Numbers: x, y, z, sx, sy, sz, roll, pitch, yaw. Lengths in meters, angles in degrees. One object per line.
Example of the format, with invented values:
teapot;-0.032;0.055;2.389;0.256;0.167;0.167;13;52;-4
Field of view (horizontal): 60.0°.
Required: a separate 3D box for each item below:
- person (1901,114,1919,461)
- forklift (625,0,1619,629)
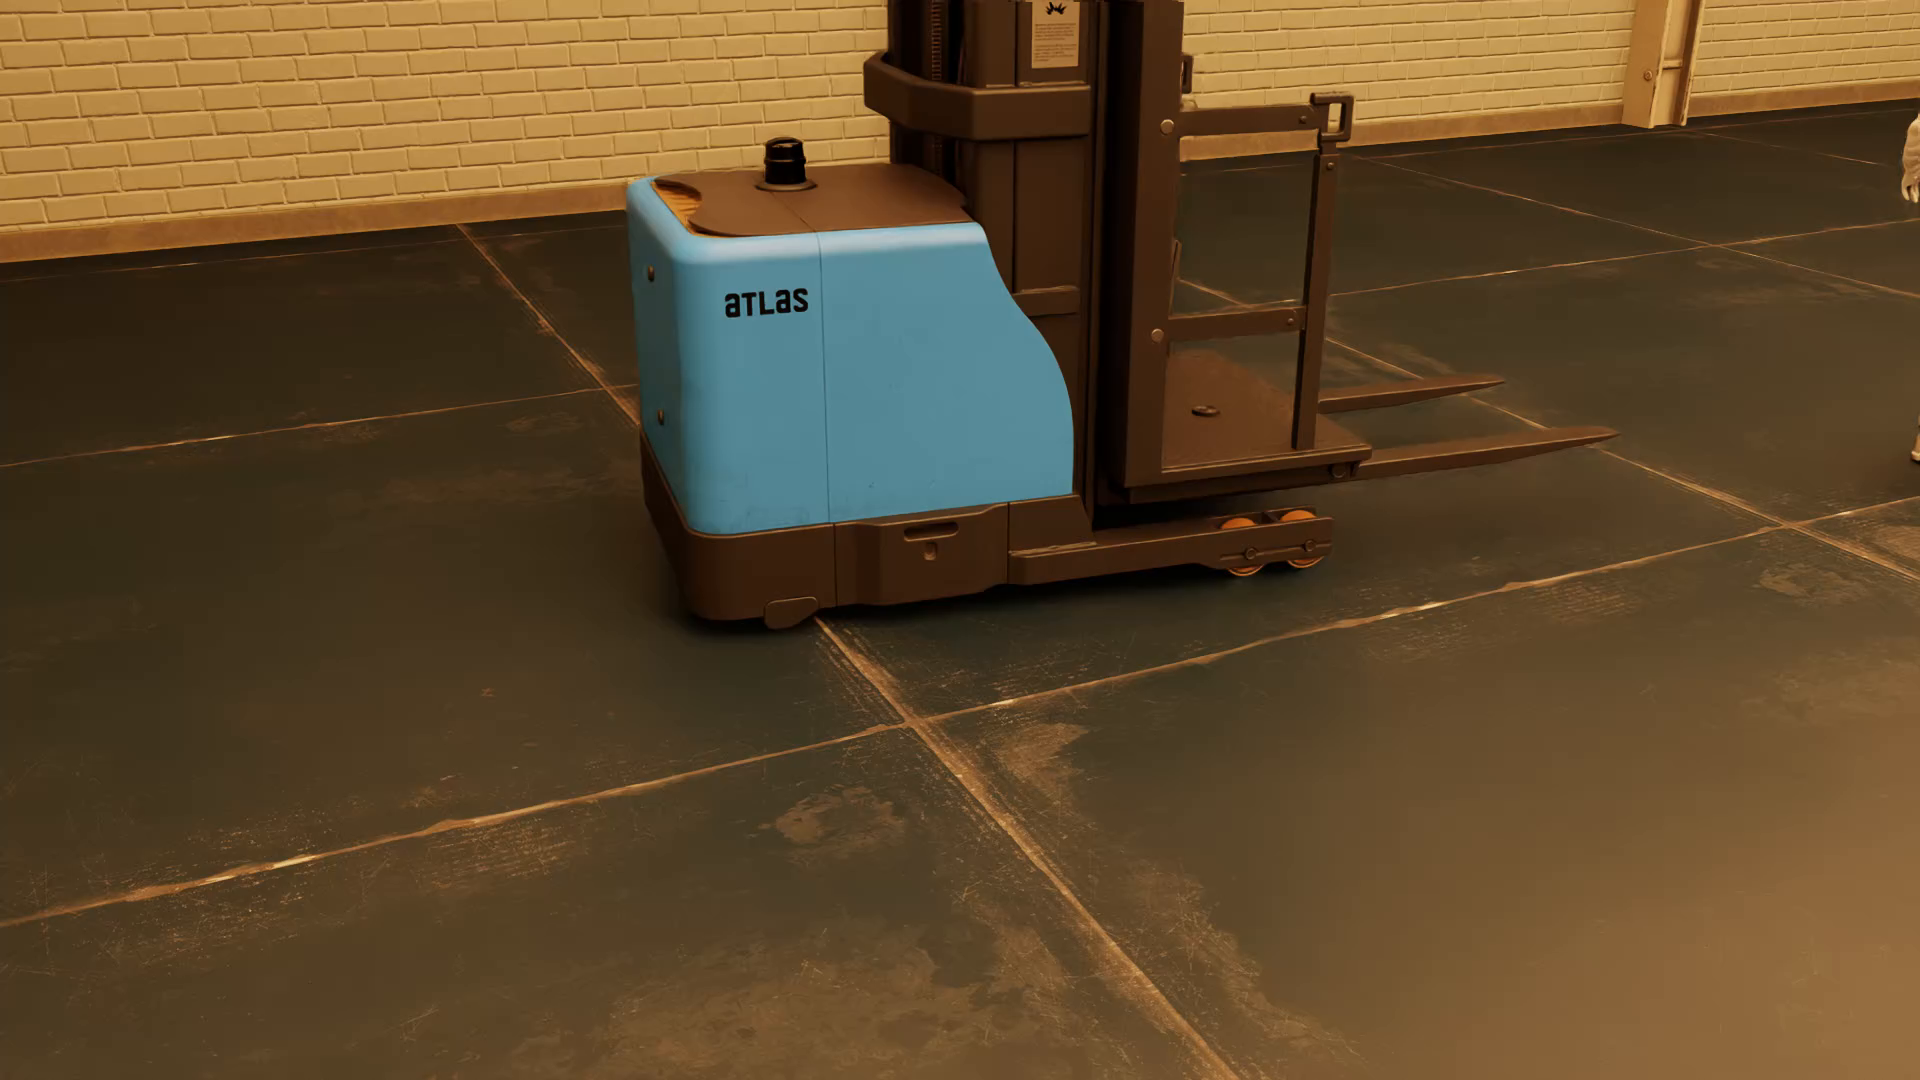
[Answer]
person;3.449;-1.031;5.492;0.444;1.673;0.791;-15;27;-33
forklift;0.583;-1.433;4.736;3.031;2.935;1.130;-7;24;-17
